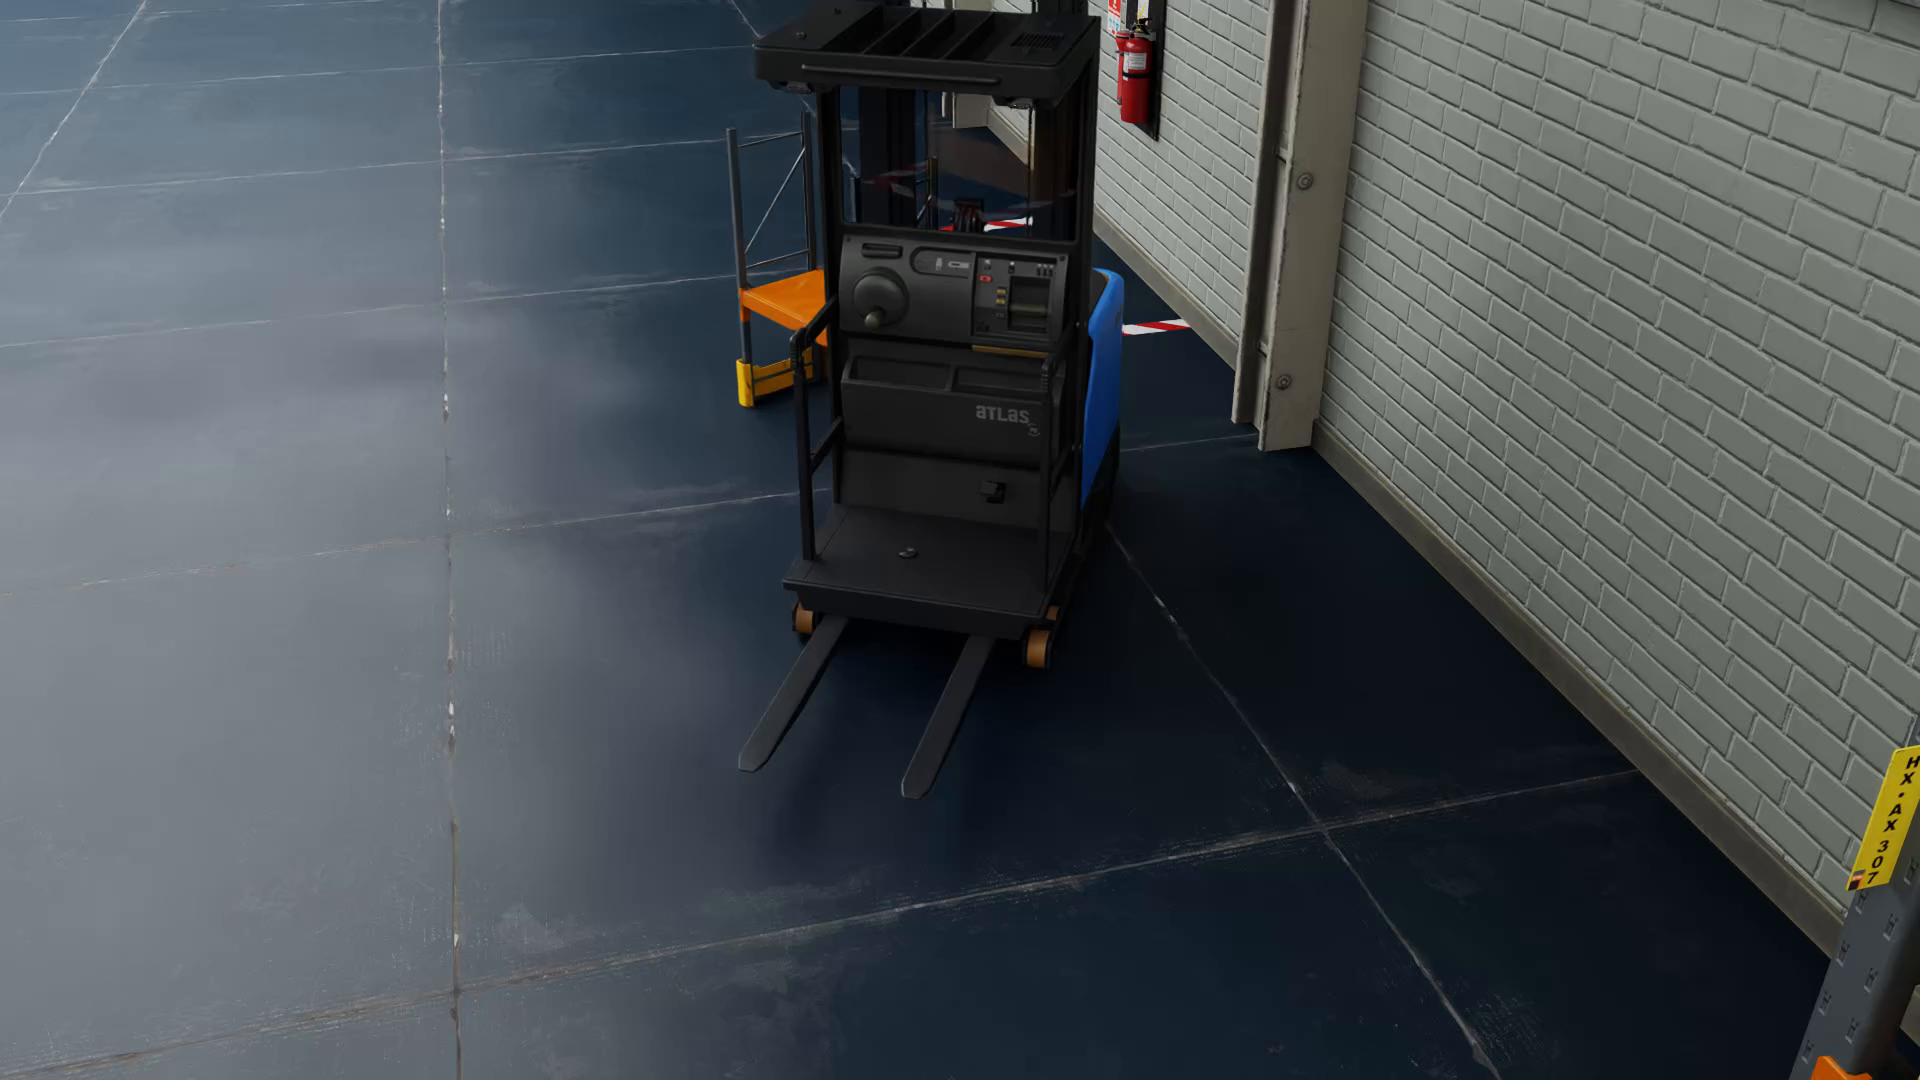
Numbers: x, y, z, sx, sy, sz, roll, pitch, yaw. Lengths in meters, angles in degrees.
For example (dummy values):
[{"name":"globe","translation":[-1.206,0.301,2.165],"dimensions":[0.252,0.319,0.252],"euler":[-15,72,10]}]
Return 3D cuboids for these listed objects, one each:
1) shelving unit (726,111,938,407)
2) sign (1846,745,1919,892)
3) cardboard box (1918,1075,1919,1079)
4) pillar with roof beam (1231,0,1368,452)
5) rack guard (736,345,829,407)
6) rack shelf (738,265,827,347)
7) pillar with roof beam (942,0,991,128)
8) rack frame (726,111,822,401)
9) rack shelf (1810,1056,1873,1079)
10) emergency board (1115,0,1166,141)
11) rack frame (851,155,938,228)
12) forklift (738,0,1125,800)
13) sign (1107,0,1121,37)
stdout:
[{"name":"shelving unit","translation":[-0.631,-1.286,8.474],"dimensions":[0.587,1.500,1.083],"euler":[-24,37,-35]},{"name":"sign","translation":[1.694,0.505,3.019],"dimensions":[0.100,0.325,0.005],"euler":[-8,31,-13]},{"name":"cardboard box","translation":[2.041,1.141,2.913],"dimensions":[0.500,0.250,0.500],"euler":[-9,31,-15]},{"name":"pillar with roof beam","translation":[-2.506,-3.892,5.490],"dimensions":[9.100,9.000,0.400],"euler":[-8,31,-13]},{"name":"rack guard","translation":[-0.958,-0.933,9.112],"dimensions":[0.587,0.250,0.087],"euler":[-24,37,-35]},{"name":"rack shelf","translation":[-0.637,-1.133,8.570],"dimensions":[0.538,0.185,1.000],"euler":[-24,37,-35]},{"name":"pillar with roof beam","translation":[-4.098,-6.789,10.497],"dimensions":[9.100,9.000,0.400],"euler":[-8,31,-13]},{"name":"rack frame","translation":[-0.970,-1.481,8.812],"dimensions":[0.500,1.500,0.032],"euler":[-24,37,-35]},{"name":"rack shelf","translation":[2.748,2.085,1.872],"dimensions":[1.077,0.370,4.000],"euler":[-8,31,-13]},{"name":"emergency board","translation":[1.026,-3.066,10.053],"dimensions":[0.194,1.169,0.643],"euler":[-8,31,-13]},{"name":"rack frame","translation":[-0.303,-1.097,8.148],"dimensions":[0.500,1.500,0.032],"euler":[-24,37,-35]},{"name":"forklift","translation":[-0.082,-0.953,6.471],"dimensions":[1.130,2.935,3.031],"euler":[7,31,13]},{"name":"sign","translation":[0.978,-3.362,10.529],"dimensions":[0.001,0.329,0.234],"euler":[-8,31,-13]}]
